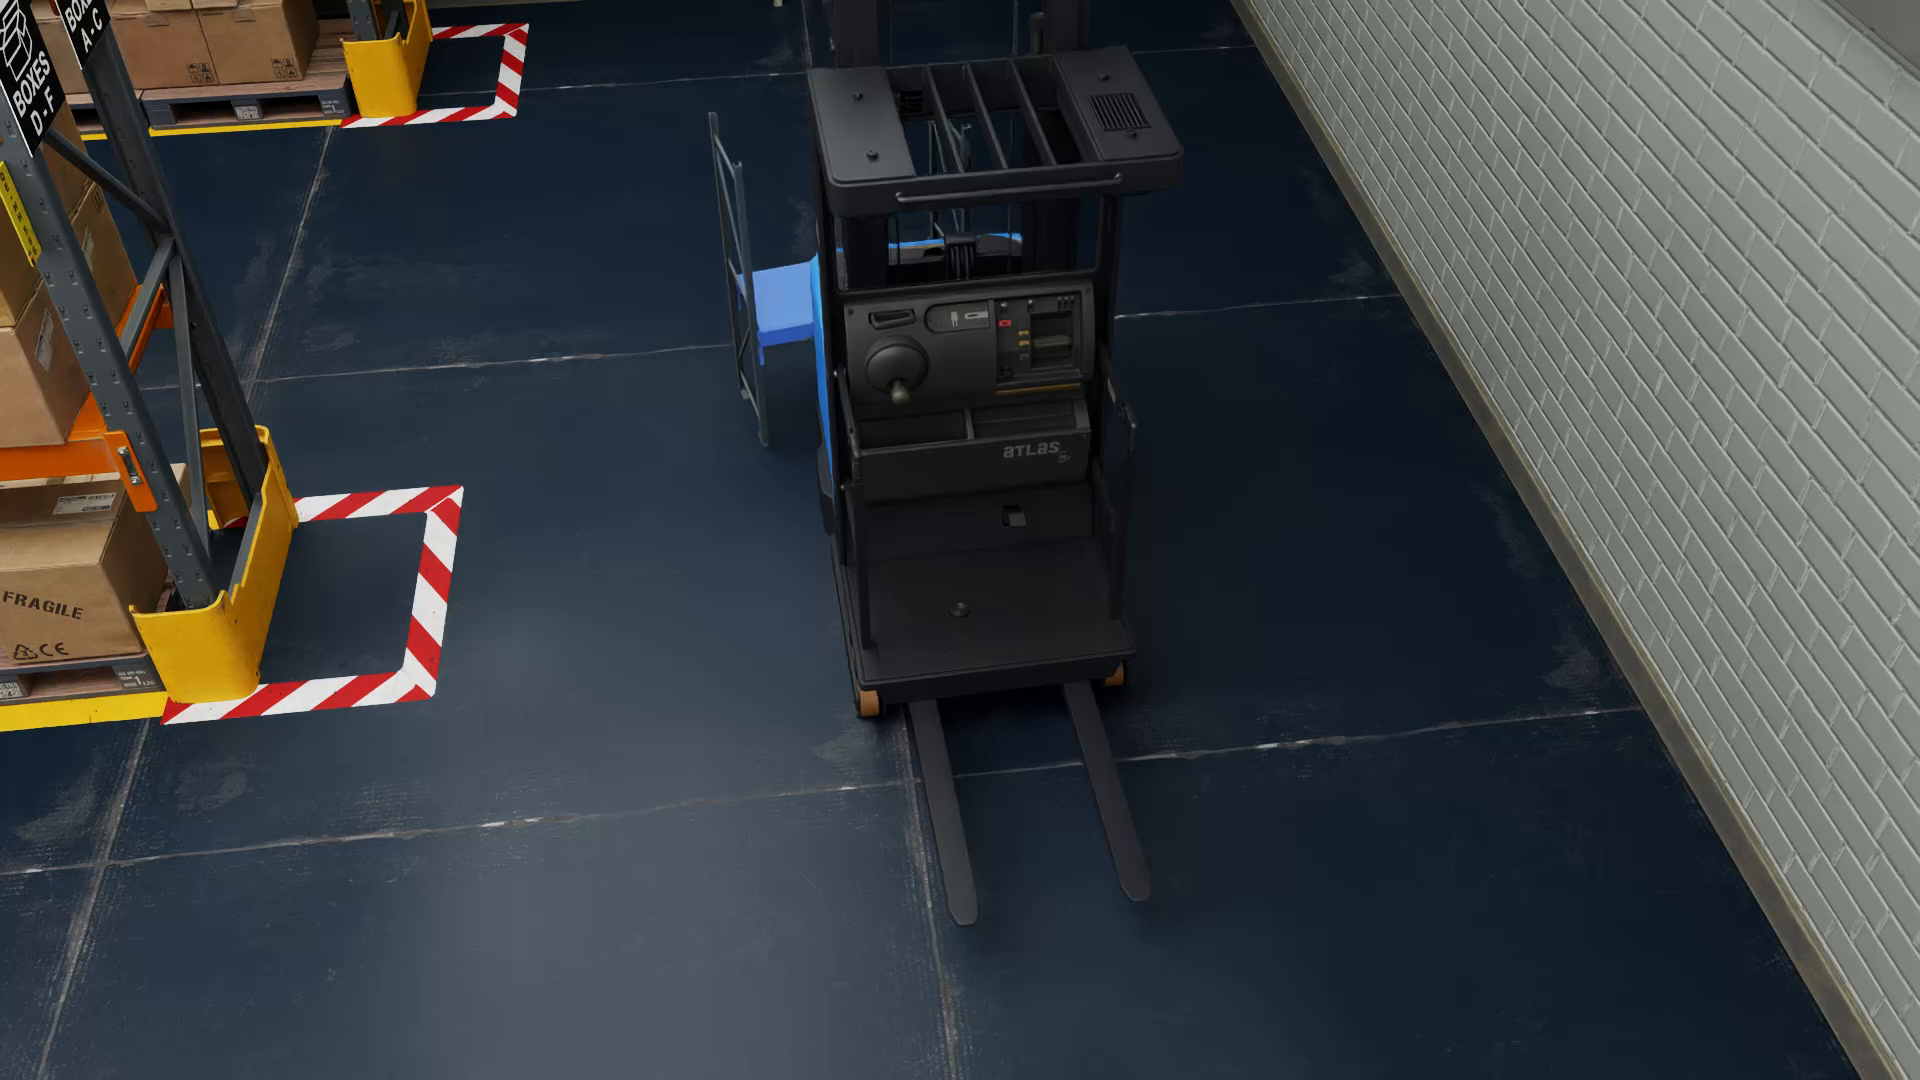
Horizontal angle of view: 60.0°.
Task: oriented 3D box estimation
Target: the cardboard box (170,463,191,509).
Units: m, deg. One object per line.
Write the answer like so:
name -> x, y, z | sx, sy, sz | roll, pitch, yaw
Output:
cardboard box -> -3.495, -0.150, 7.192 | 0.250, 0.149, 0.380 | -5, 42, -6

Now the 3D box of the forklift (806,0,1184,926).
forklift -> 0.078, -0.643, 5.990 | 1.130, 2.935, 3.031 | -6, 42, -7

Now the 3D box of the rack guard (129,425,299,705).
rack guard -> -3.111, 0.082, 7.001 | 0.348, 0.500, 1.175 | -5, 42, -6

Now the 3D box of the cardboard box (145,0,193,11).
cardboard box -> -4.720, -3.329, 9.985 | 0.250, 0.149, 0.380 | -4, 42, -4

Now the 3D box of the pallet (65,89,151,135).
pallet -> -5.671, -2.882, 10.503 | 1.213, 0.211, 1.003 | -5, 42, -6

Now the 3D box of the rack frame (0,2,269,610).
rack frame -> -3.036, -0.853, 6.171 | 0.127, 3.000, 1.000 | -5, 42, -6

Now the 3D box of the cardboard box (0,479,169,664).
cardboard box -> -3.543, 0.123, 6.628 | 0.500, 0.500, 0.500 | -5, 42, -6

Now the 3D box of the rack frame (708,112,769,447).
rack frame -> -1.010, -1.165, 7.637 | 0.032, 1.500, 0.500 | -13, 44, -14

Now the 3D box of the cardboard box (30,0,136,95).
cardboard box -> -5.357, -3.156, 10.277 | 0.500, 0.500, 0.700 | -6, 42, -7

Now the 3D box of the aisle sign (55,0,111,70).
aisle sign -> -3.006, -2.019, 5.523 | 0.004, 0.787, 0.394 | -5, 42, -6

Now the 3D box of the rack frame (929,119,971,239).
rack frame -> -0.050, -1.390, 7.886 | 0.032, 1.500, 0.500 | -13, 44, -14

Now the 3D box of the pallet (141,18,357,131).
pallet -> -4.464, -2.986, 10.618 | 1.213, 0.211, 1.003 | -5, 42, -6

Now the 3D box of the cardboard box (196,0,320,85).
cardboard box -> -4.363, -3.243, 10.374 | 0.500, 0.500, 0.700 | -5, 42, -6

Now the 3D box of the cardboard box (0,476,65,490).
cardboard box -> -4.107, -0.093, 7.053 | 0.500, 0.250, 0.500 | -5, 42, -6

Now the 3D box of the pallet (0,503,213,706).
pallet -> -3.901, 0.259, 7.021 | 1.213, 0.211, 1.003 | -5, 42, -6

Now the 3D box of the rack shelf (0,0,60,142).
rack shelf -> -5.019, -1.526, 5.215 | 4.000, 0.370, 1.077 | -5, 42, -6

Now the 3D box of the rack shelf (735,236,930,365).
rack shelf -> -0.530, -1.144, 7.882 | 1.000, 0.185, 0.538 | -13, 44, -14

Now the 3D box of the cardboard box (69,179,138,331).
cardboard box -> -3.510, -1.027, 6.289 | 0.500, 0.500, 0.500 | -4, 42, -5

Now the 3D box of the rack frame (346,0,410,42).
rack frame -> -3.681, -4.143, 9.818 | 0.127, 3.000, 1.000 | -5, 42, -6

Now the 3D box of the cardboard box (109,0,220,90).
cardboard box -> -4.859, -3.200, 10.326 | 0.500, 0.500, 0.700 | -5, 42, -6

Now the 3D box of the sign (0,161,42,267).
sign -> -2.983, -1.030, 5.267 | 0.005, 0.325, 0.100 | -5, 42, -6

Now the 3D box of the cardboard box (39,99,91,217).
cardboard box -> -3.510, -1.398, 5.954 | 0.500, 0.500, 0.500 | -4, 42, -4

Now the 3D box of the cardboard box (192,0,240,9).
cardboard box -> -4.466, -3.352, 10.010 | 0.250, 0.149, 0.380 | -5, 42, -6

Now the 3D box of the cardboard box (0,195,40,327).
cardboard box -> -3.441, -1.040, 5.558 | 0.500, 0.500, 0.500 | -5, 42, -6

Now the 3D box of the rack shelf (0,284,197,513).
rack shelf -> -5.019, -0.412, 6.220 | 4.000, 0.370, 1.077 | -5, 42, -6

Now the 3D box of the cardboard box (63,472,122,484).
cardboard box -> -3.743, -0.135, 7.162 | 0.250, 0.166, 0.380 | -5, 42, -6

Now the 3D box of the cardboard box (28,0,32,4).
cardboard box -> -5.885, -3.104, 10.220 | 0.500, 0.500, 0.700 | -4, 42, -5

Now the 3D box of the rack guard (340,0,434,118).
rack guard -> -3.658, -3.217, 10.658 | 0.348, 0.500, 1.175 | -5, 42, -6

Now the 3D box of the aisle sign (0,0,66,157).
aisle sign -> -2.928, -1.621, 5.082 | 0.004, 0.787, 0.394 | -5, 42, -6

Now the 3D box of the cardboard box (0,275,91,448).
cardboard box -> -3.444, -0.671, 5.894 | 0.500, 0.500, 0.500 | -4, 42, -4

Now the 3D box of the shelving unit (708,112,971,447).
shelving unit -> -0.530, -1.278, 7.762 | 1.048, 1.500, 0.538 | -13, 44, -14
